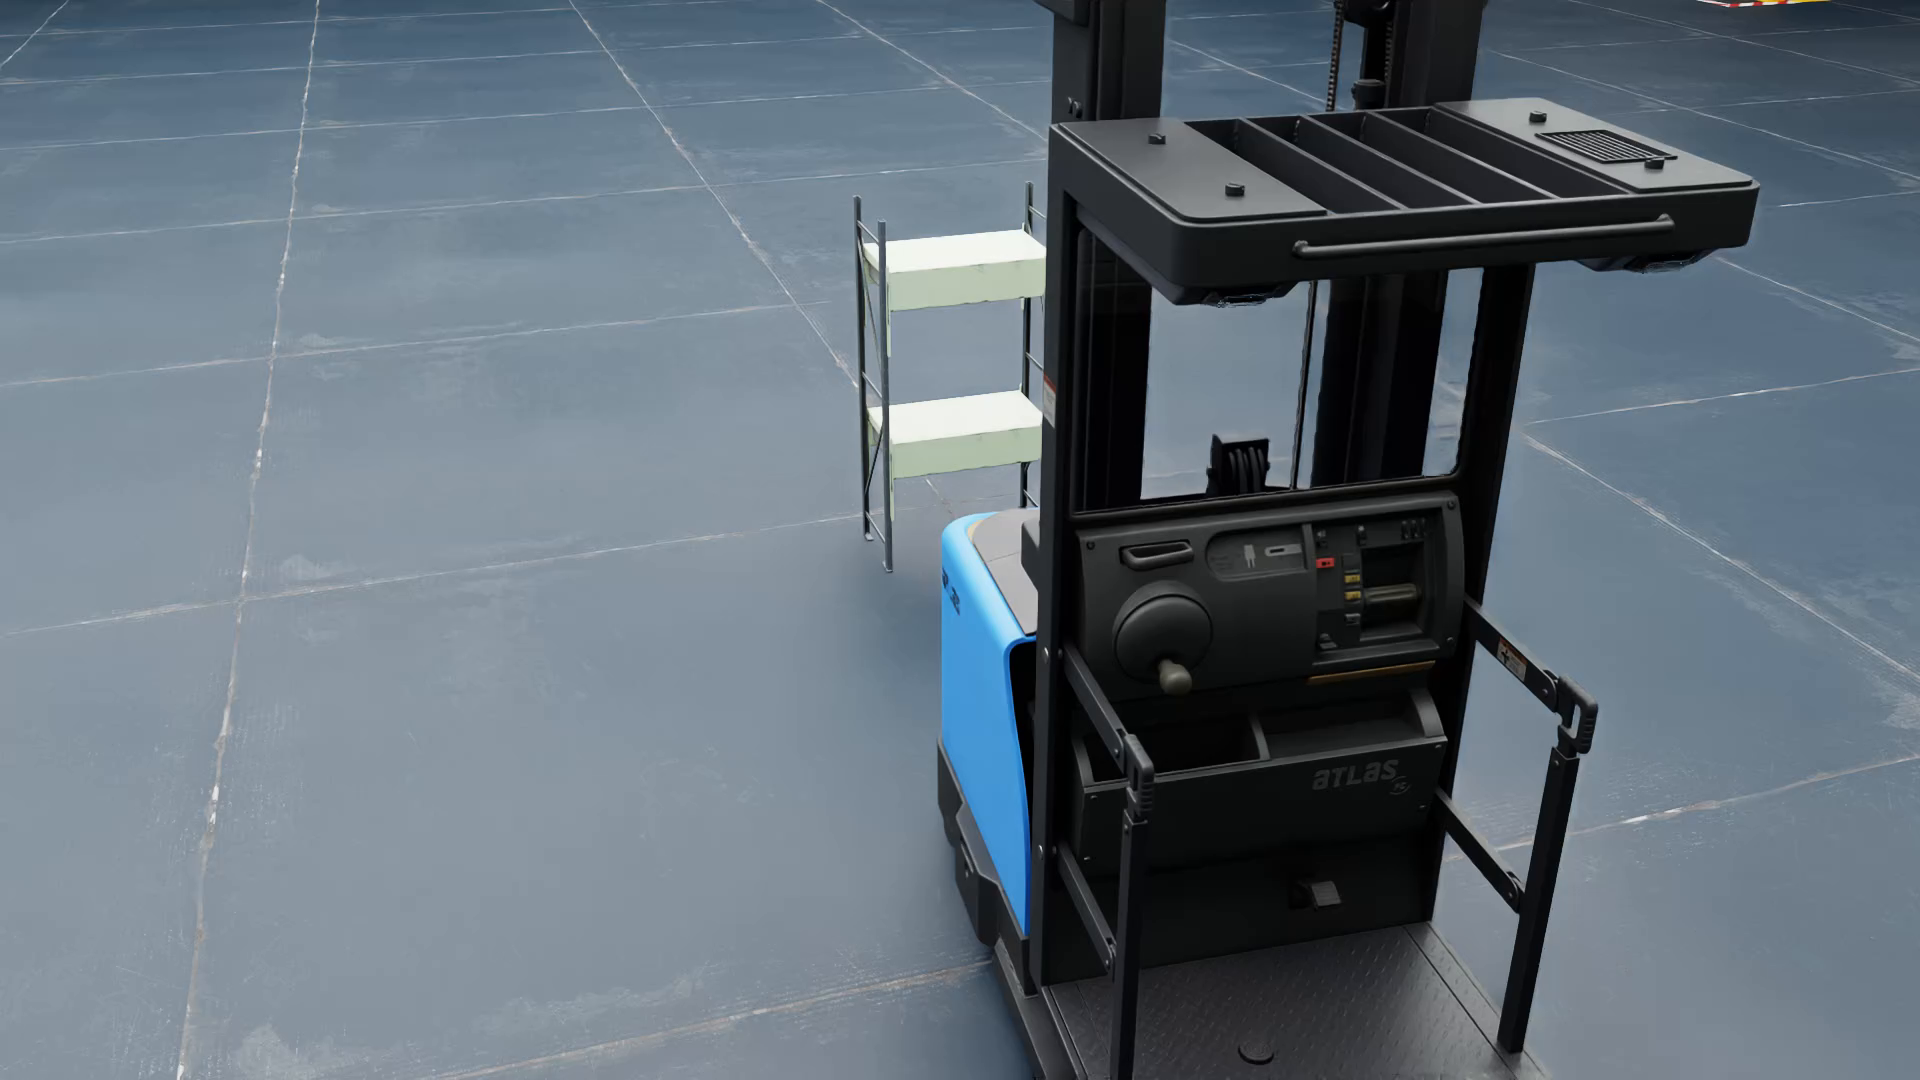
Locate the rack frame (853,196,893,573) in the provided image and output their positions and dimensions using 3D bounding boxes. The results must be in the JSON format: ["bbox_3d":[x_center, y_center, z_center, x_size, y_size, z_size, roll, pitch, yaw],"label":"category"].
[{"bbox_3d":[-0.354,-0.620,6.813,0.023,1.500,0.400,-8,28,-16],"label":"rack frame"}]

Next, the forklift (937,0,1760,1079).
[{"bbox_3d":[0.776,0.162,3.628,1.130,2.935,3.031,-6,27,-12],"label":"forklift"}]

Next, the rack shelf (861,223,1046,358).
[{"bbox_3d":[-0.006,-1.020,6.741,0.720,0.370,0.431,-8,28,-16],"label":"rack shelf"}]

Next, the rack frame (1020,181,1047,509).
[{"bbox_3d":[0.342,-0.721,7.016,0.023,1.500,0.400,-8,28,-16],"label":"rack frame"}]

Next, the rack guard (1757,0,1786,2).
[{"bbox_3d":[10.054,-7.214,21.219,0.348,0.500,1.175,-8,28,-16],"label":"rack guard"}]

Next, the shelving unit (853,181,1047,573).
[{"bbox_3d":[-0.006,-0.671,6.915,0.755,1.500,0.431,-8,28,-16],"label":"shelving unit"}]

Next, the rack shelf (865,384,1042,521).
[{"bbox_3d":[-0.006,-0.379,7.060,0.720,0.370,0.431,-8,28,-16],"label":"rack shelf"}]
